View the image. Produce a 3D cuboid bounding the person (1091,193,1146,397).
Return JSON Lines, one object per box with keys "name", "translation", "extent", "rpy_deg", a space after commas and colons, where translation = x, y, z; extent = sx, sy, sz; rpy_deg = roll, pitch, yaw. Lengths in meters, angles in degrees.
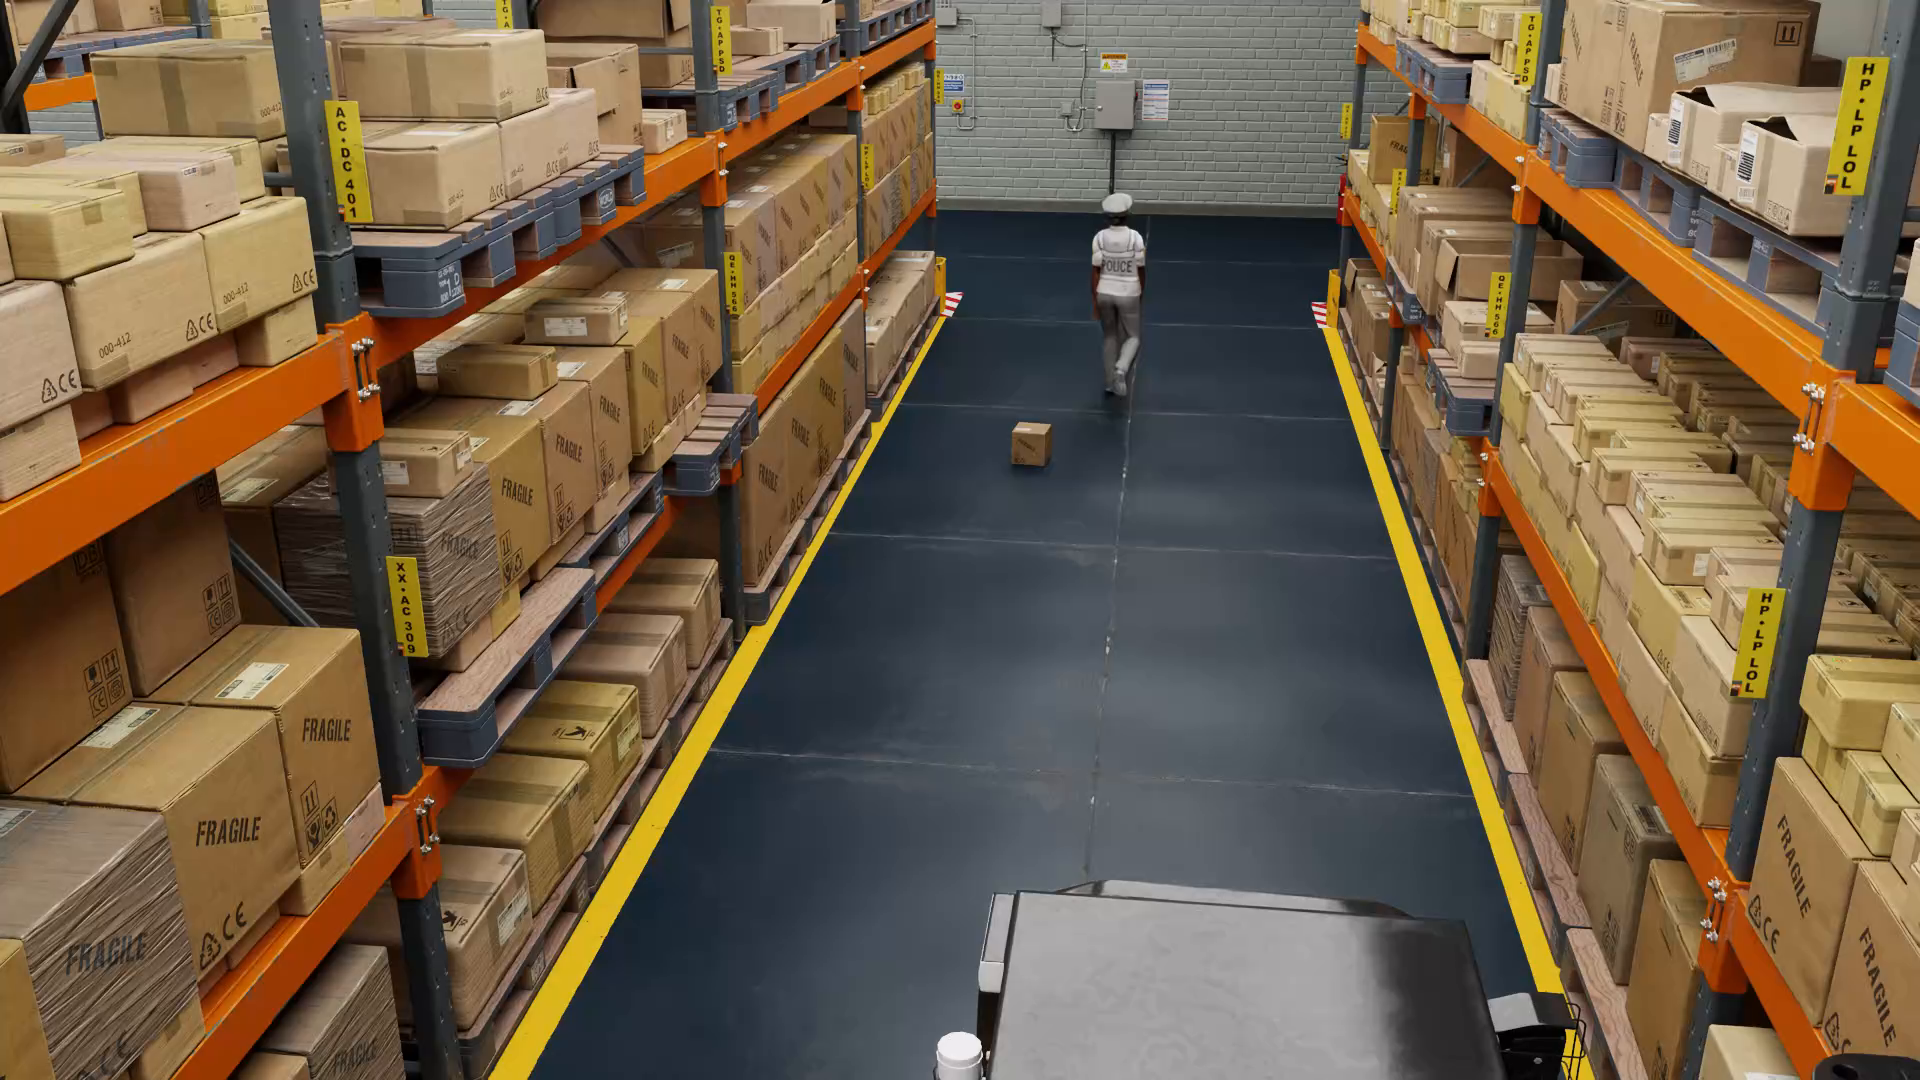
{"name": "person", "translation": [1.286, -1.991, 13.622], "extent": [0.444, 1.665, 0.701], "rpy_deg": [6, 22, 16]}
